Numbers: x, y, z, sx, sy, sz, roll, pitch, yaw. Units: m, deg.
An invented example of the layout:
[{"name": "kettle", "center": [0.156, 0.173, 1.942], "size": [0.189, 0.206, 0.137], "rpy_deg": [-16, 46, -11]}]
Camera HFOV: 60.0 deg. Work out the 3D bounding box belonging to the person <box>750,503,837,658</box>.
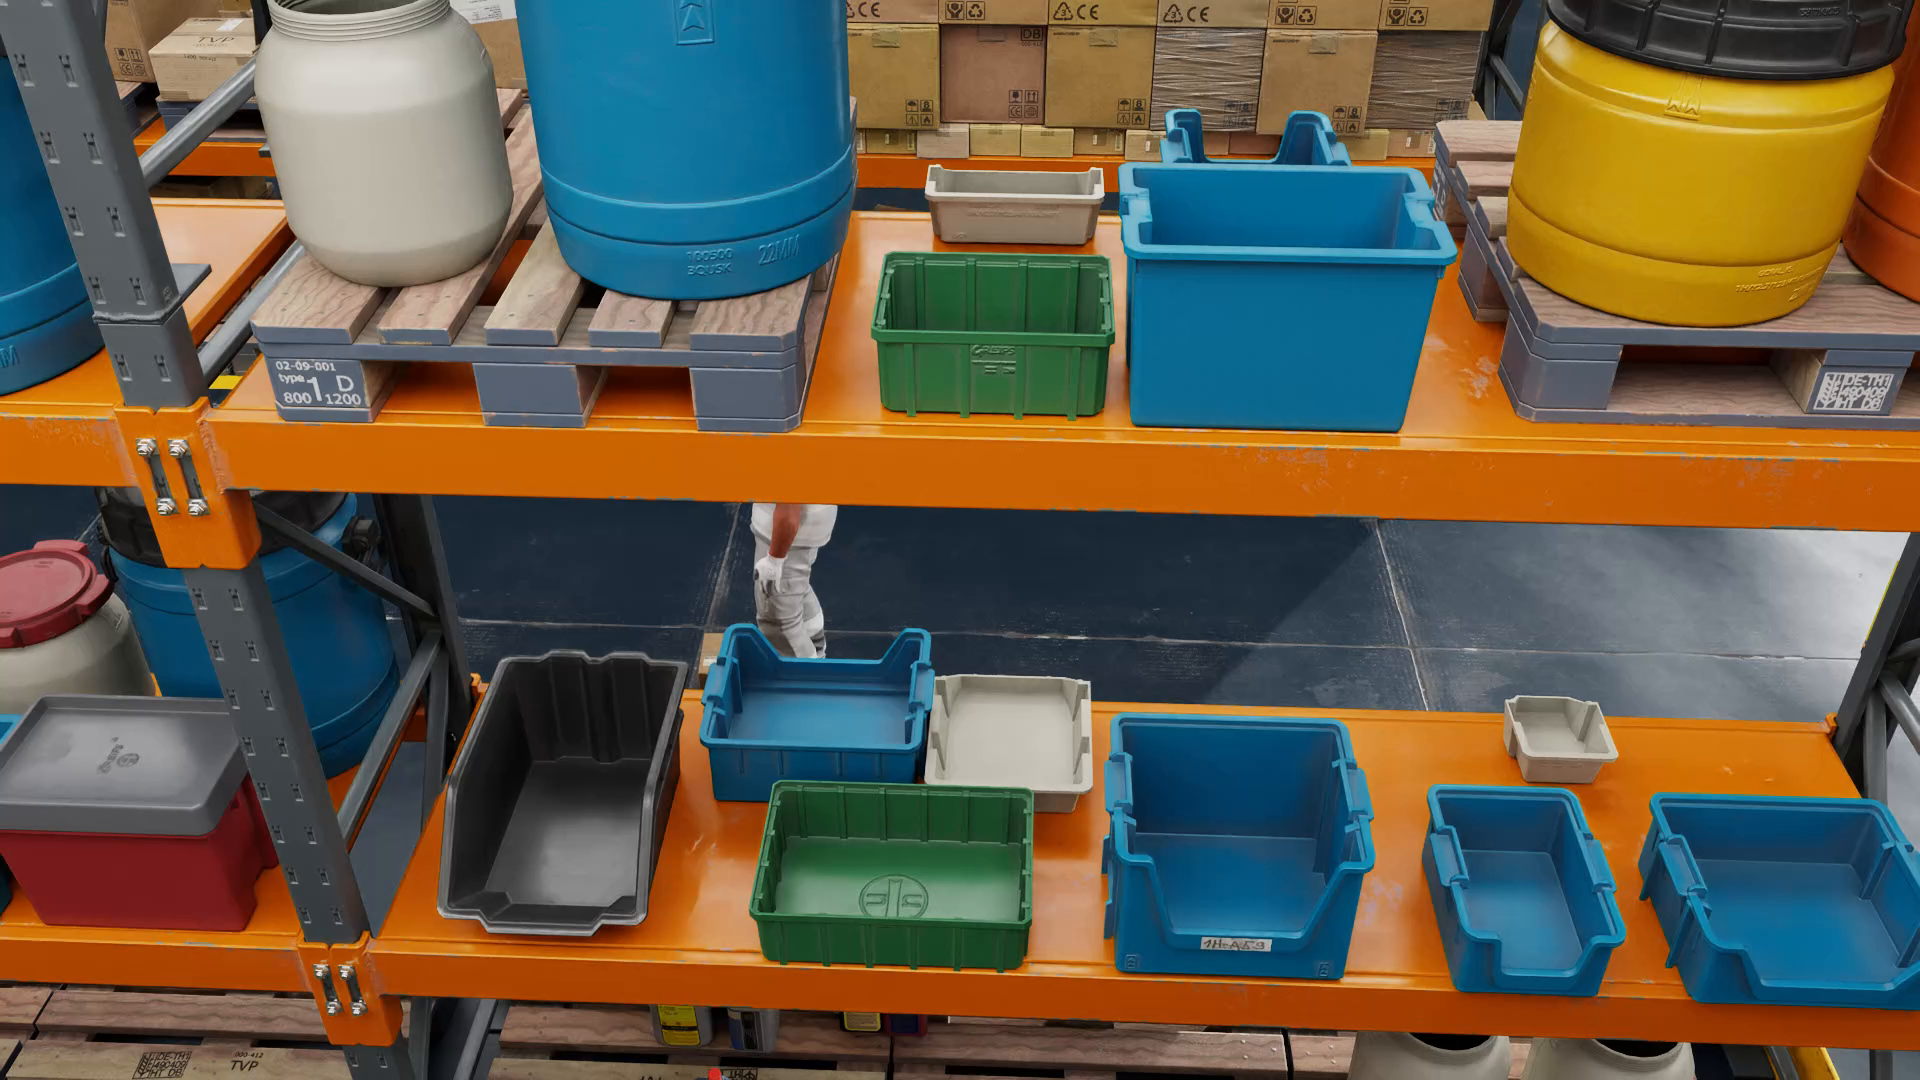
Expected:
[{"name": "person", "center": [-0.680, -0.061, 6.220], "size": [0.453, 1.778, 0.616], "rpy_deg": [-1, 35, -1]}]
